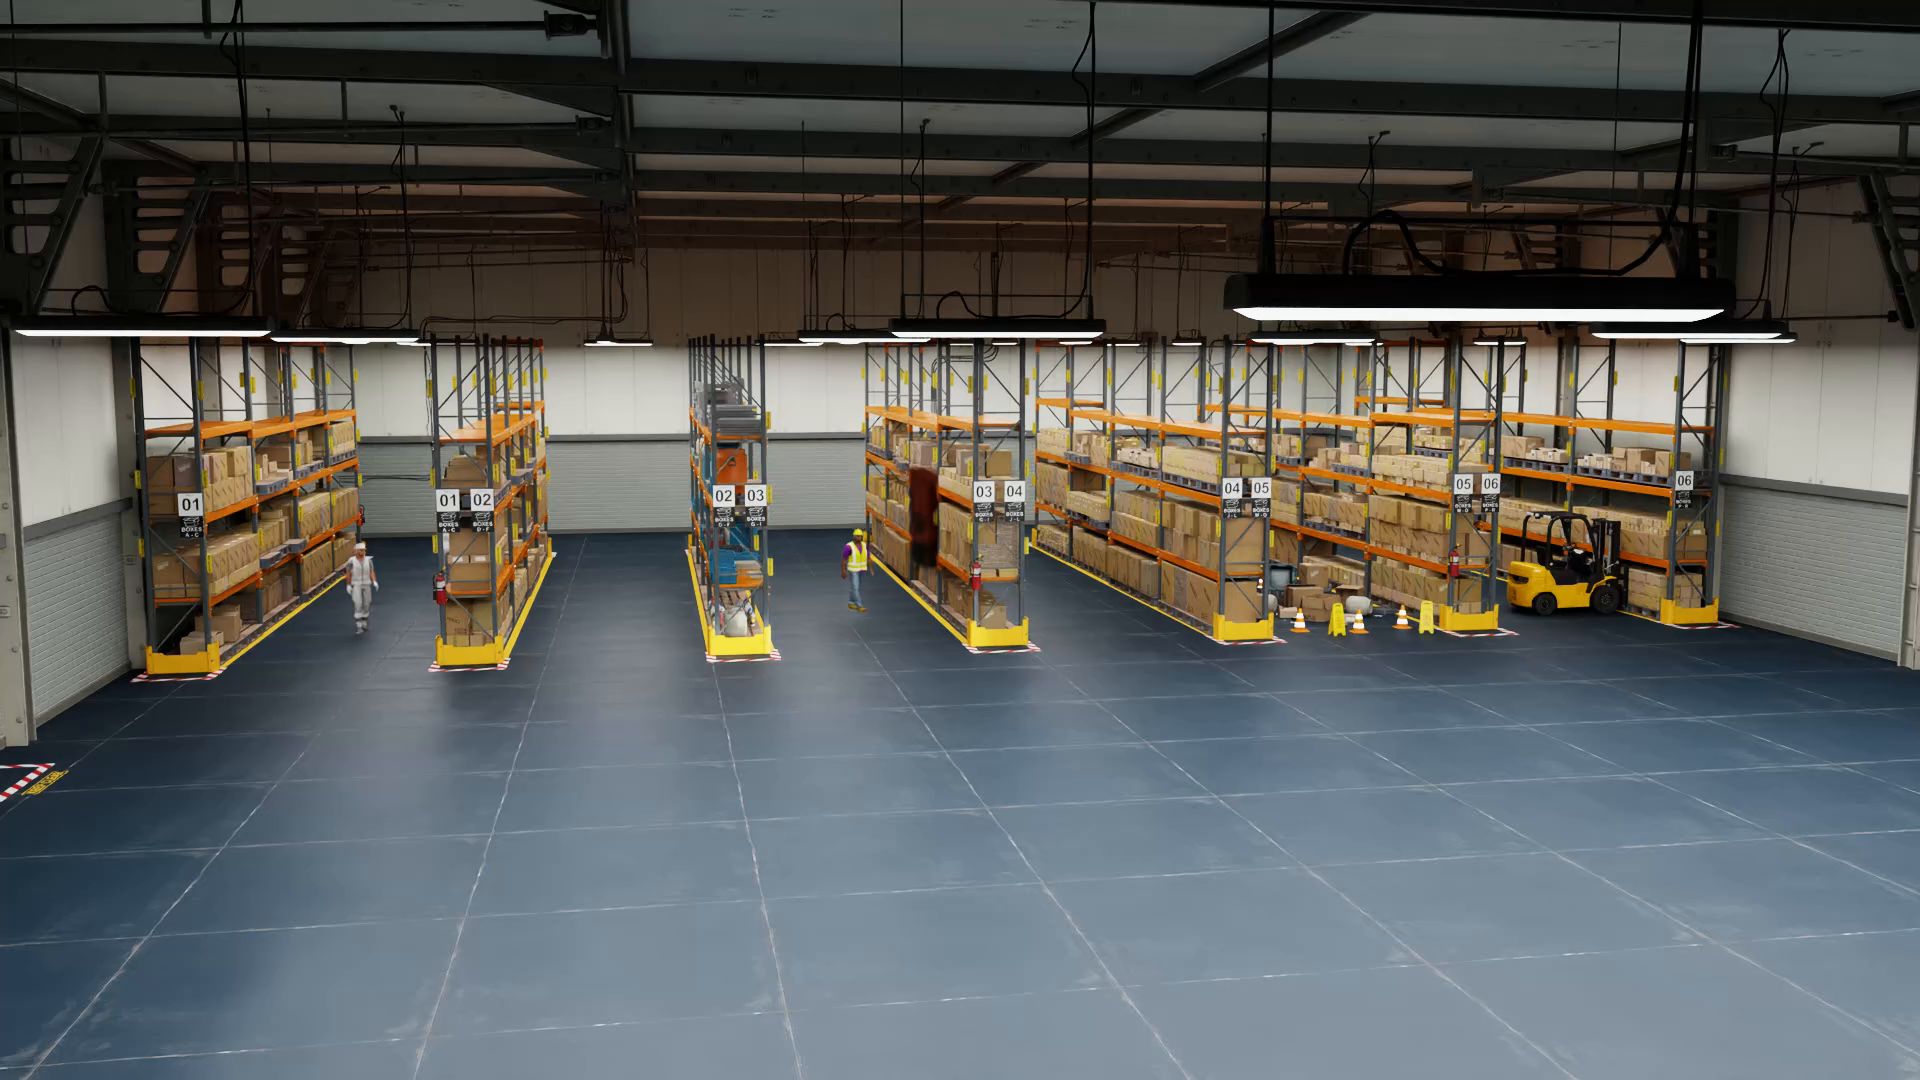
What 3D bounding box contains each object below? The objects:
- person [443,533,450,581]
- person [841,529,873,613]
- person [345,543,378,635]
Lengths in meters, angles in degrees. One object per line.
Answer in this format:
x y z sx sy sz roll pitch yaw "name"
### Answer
-12.386 0.300 40.287 0.542 1.647 0.630 -1 7 -9 "person"
-2.068 0.627 34.242 0.591 1.709 1.037 -5 8 -39 "person"
-12.129 0.976 33.806 0.577 1.809 0.689 -5 8 -35 "person"
